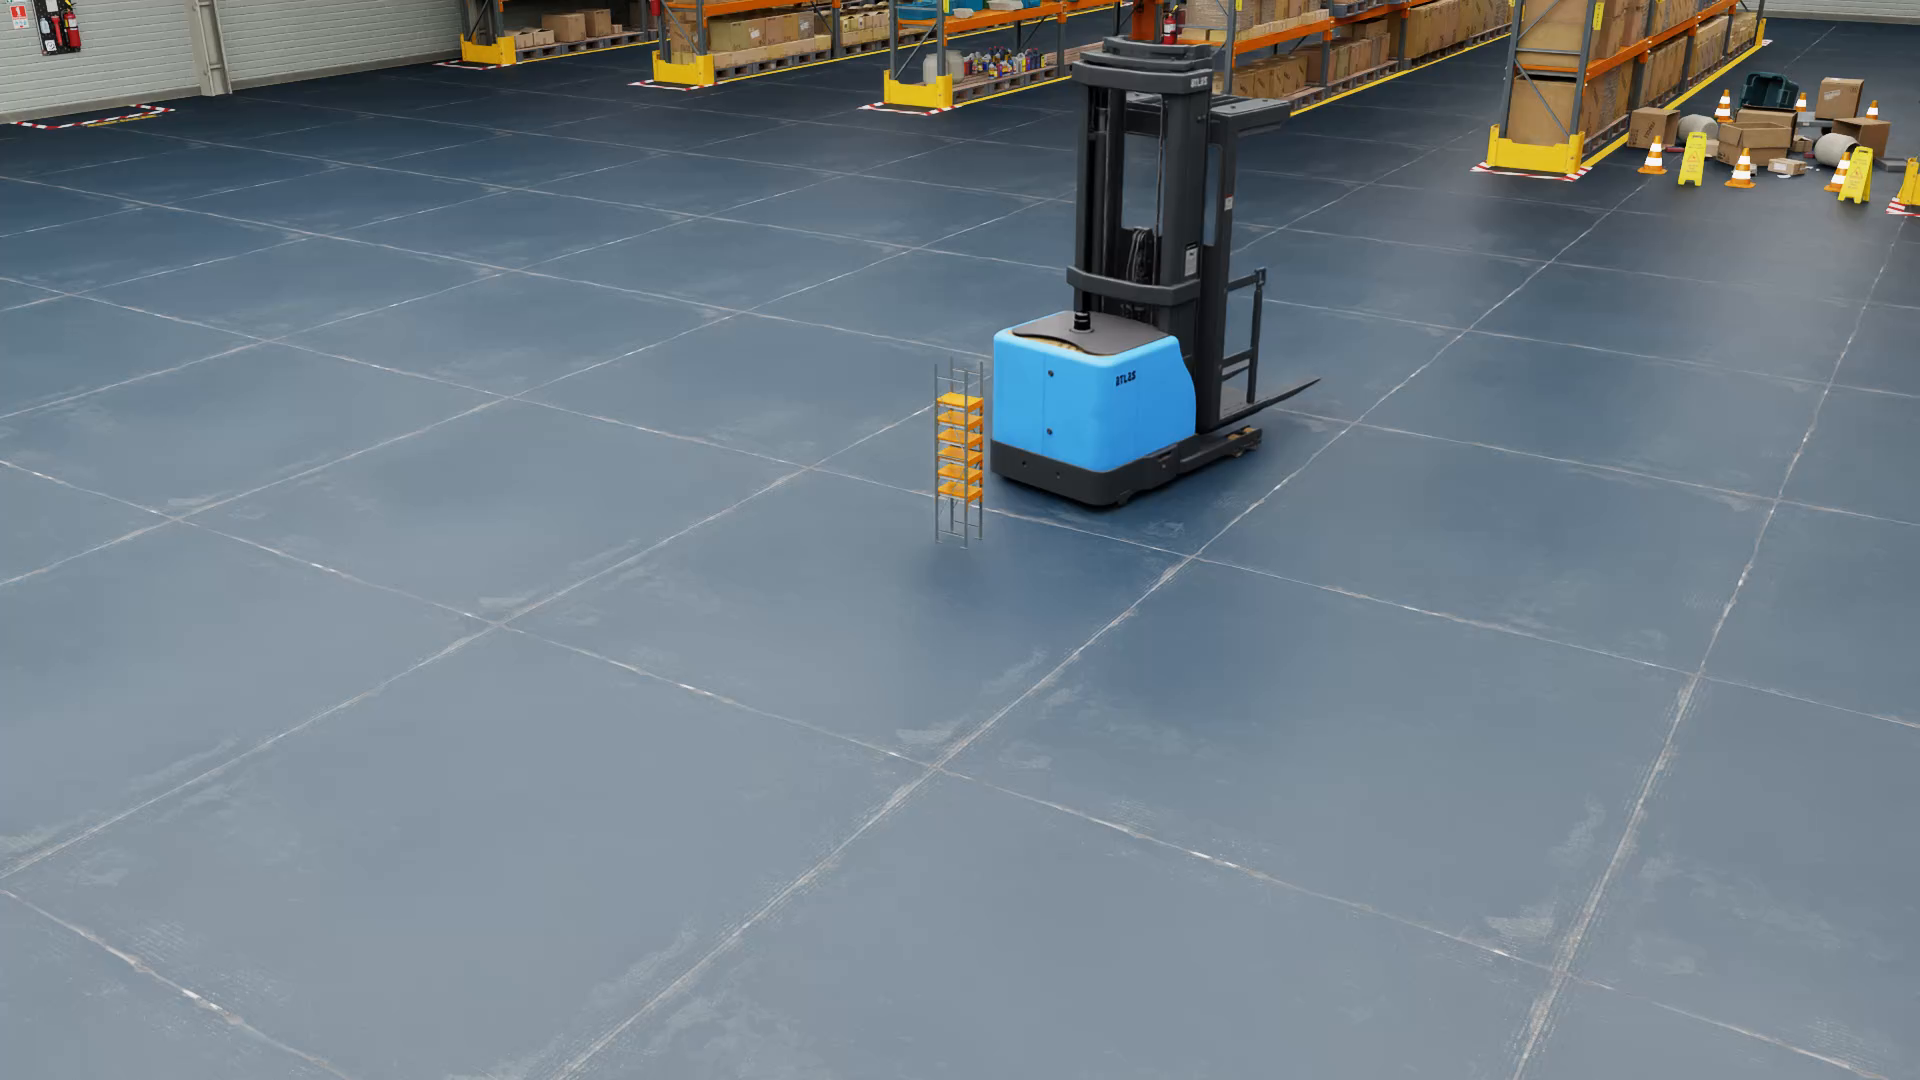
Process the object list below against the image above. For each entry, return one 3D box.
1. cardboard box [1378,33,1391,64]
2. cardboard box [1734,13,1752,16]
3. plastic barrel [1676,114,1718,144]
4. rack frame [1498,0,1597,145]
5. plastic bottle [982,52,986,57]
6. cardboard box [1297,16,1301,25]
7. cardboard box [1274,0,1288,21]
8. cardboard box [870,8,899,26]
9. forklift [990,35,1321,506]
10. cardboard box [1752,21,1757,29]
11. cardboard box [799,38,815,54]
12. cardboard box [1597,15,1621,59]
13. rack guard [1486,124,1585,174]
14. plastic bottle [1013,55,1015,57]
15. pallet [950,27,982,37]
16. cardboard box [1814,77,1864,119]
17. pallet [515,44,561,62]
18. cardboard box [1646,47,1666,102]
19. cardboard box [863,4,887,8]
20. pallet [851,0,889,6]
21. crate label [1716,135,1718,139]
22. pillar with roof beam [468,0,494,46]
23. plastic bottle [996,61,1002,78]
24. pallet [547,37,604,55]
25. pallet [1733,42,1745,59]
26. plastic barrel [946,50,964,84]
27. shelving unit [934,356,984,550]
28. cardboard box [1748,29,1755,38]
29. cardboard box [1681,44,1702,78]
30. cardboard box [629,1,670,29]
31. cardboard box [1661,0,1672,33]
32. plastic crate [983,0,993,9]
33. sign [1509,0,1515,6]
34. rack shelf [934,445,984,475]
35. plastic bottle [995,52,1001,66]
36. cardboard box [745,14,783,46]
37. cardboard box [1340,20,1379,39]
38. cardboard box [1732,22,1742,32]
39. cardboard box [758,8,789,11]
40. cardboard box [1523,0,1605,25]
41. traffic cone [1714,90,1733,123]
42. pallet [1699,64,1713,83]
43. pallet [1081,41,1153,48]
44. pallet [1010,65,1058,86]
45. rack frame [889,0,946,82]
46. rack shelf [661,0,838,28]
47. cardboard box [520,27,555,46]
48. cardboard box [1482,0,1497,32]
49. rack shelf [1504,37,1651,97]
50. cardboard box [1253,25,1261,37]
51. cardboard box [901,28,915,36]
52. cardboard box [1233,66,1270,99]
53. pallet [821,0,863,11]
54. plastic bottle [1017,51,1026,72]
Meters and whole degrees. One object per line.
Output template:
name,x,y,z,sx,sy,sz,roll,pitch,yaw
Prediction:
cardboard box,7.406,-8.974,30.296,0.700,0.500,0.500,12,26,26
cardboard box,15.878,-10.629,33.838,0.380,0.149,0.250,14,27,30
plastic barrel,10.498,-5.839,23.705,0.421,0.421,0.512,-7,24,-17
rack frame,7.683,-6.376,21.702,1.000,3.000,0.127,14,27,29
plastic bottle,0.425,-8.496,29.466,0.061,0.283,0.133,15,28,31
cardboard box,5.165,-8.231,26.304,0.380,0.149,0.250,14,27,29
cardboard box,4.572,-8.331,25.719,0.875,0.500,0.500,14,27,29
cardboard box,-1.542,-10.671,33.851,0.500,0.311,0.500,15,27,30
forklift,1.583,-2.074,11.851,1.130,2.935,3.031,20,31,39
cardboard box,16.087,-10.559,34.051,0.380,0.149,0.250,13,27,28
cardboard box,-3.112,-9.438,31.709,0.500,0.250,0.500,14,27,29
cardboard box,8.514,-6.932,22.799,0.875,0.550,0.550,14,27,29
rack guard,7.671,-5.221,22.180,1.175,0.500,0.348,14,27,29
plastic bottle,0.958,-8.354,29.137,0.061,0.283,0.133,14,27,29
pallet,-0.245,-11.191,36.335,1.003,0.211,1.213,14,27,29
cardboard box,12.524,-6.286,23.688,0.500,0.500,0.500,14,27,29
pallet,-8.603,-9.576,32.605,1.003,0.211,1.213,14,27,29
cardboard box,10.557,-7.439,26.462,1.050,0.750,0.750,14,27,29
cardboard box,-1.738,-10.949,34.493,0.500,0.311,0.500,13,27,28
pallet,-2.304,-13.574,41.840,1.003,0.211,1.213,14,27,29
crate label,10.802,-5.851,24.092,0.298,0.136,0.250,-3,24,-7
pillar with roof beam,-5.810,-12.832,29.064,9.100,9.000,0.400,14,27,29
plastic bottle,0.671,-8.062,28.462,0.061,0.283,0.133,14,27,30
pallet,-7.958,-9.986,33.552,1.003,0.211,1.213,14,27,29
pallet,14.980,-9.794,33.107,1.003,0.211,1.213,14,27,29
plastic barrel,-0.138,-7.946,27.931,0.421,0.512,0.421,0,23,0
shelving unit,-0.008,-0.546,10.500,0.258,1.200,0.189,14,27,29
cardboard box,15.973,-10.331,33.898,0.380,0.149,0.250,15,27,31
cardboard box,12.493,-8.307,28.780,0.500,0.500,0.500,13,26,27
cardboard box,-6.617,-11.220,35.485,0.700,0.500,0.500,15,28,31
cardboard box,10.565,-8.063,25.475,0.500,0.500,0.500,14,27,29
plastic crate,0.469,-9.341,28.819,0.450,0.188,0.662,14,27,29
sign,7.230,-7.134,21.699,0.100,0.325,0.005,14,27,29
rack shelf,-0.008,-0.505,10.518,0.258,0.103,0.180,14,27,29
plastic bottle,0.673,-8.527,29.553,0.097,0.271,0.097,0,23,0
cardboard box,-3.626,-9.442,30.773,0.500,0.500,0.500,14,27,29
cardboard box,7.144,-9.135,29.724,0.500,0.250,0.500,17,29,35
cardboard box,14.980,-9.994,32.371,0.380,0.149,0.250,15,27,30
cardboard box,-3.549,-9.890,31.809,0.500,0.500,0.500,14,27,29
cardboard box,7.912,-7.057,21.728,0.875,0.550,0.550,14,27,29
traffic cone,11.784,-6.698,25.639,0.336,0.463,0.334,14,27,29
pallet,12.961,-8.470,30.049,1.003,0.211,1.213,14,27,29
pallet,3.093,-9.654,32.785,1.003,0.211,1.213,14,27,29
pallet,1.035,-8.340,29.749,1.003,0.211,1.213,14,27,29
rack frame,-0.685,-8.487,26.580,1.000,3.000,0.127,14,27,29
rack shelf,-3.836,-9.871,30.682,1.077,0.370,4.000,14,27,29
cardboard box,-8.359,-9.938,32.762,0.500,0.311,0.500,16,28,33
cardboard box,10.744,-11.227,35.054,0.875,0.875,0.875,14,27,29
rack shelf,8.738,-6.721,23.404,1.077,0.370,4.000,14,27,29
cardboard box,4.283,-7.631,24.917,0.380,0.149,0.250,14,27,29
cardboard box,-1.278,-10.585,34.358,0.500,0.250,0.500,15,27,30
cardboard box,4.499,-7.118,26.035,0.500,0.500,0.500,17,29,34
pallet,-3.115,-13.058,40.647,1.003,0.211,1.213,14,27,29
plastic bottle,1.059,-8.372,29.094,0.144,0.351,0.185,14,27,29
